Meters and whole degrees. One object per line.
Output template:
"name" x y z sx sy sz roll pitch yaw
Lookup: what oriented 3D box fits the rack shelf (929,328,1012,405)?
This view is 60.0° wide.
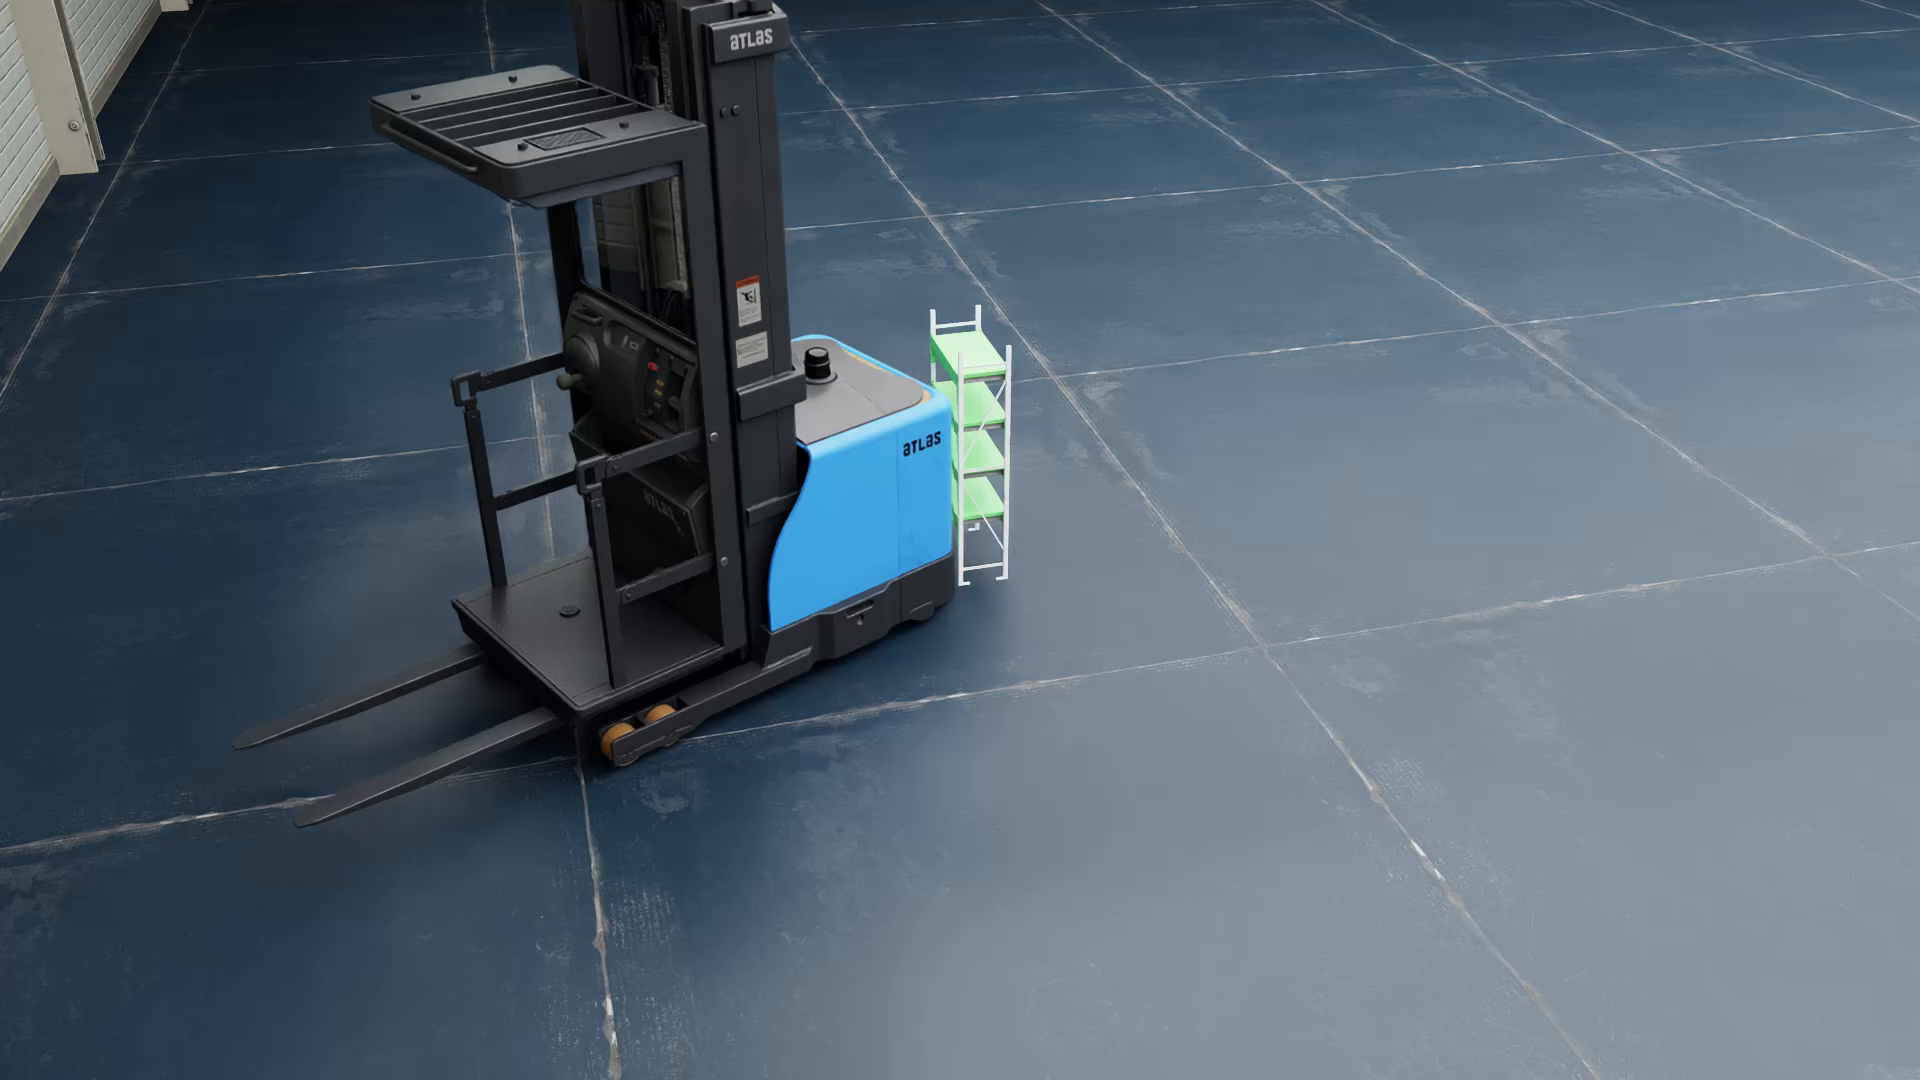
"rack shelf" 0.044 -0.799 7.603 0.258 0.148 0.480 -8 31 -13

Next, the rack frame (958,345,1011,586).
"rack frame" 0.109 -0.321 7.608 0.240 1.200 0.015 -8 31 -13

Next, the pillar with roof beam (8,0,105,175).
"pillar with roof beam" -2.978 -7.495 12.217 9.100 9.000 0.400 -8 31 -13

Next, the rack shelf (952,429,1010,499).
"rack shelf" 0.044 -0.384 7.843 0.258 0.148 0.480 -8 31 -13

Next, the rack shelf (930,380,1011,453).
"rack shelf" 0.044 -0.592 7.723 0.258 0.148 0.480 -8 31 -13

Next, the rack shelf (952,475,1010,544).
"rack shelf" 0.044 -0.176 7.964 0.258 0.148 0.480 -8 31 -13

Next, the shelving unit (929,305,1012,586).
"shelving unit" 0.044 -0.439 7.811 0.258 1.200 0.503 -8 31 -13

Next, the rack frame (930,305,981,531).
"rack frame" -0.021 -0.557 8.015 0.240 1.200 0.015 -8 31 -13

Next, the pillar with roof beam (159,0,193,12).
"pillar with roof beam" -4.570 -10.393 17.223 9.100 9.000 0.400 -8 31 -13

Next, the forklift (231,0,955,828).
"forklift" -1.467 -0.659 6.463 3.031 2.935 1.130 -23 37 -34
